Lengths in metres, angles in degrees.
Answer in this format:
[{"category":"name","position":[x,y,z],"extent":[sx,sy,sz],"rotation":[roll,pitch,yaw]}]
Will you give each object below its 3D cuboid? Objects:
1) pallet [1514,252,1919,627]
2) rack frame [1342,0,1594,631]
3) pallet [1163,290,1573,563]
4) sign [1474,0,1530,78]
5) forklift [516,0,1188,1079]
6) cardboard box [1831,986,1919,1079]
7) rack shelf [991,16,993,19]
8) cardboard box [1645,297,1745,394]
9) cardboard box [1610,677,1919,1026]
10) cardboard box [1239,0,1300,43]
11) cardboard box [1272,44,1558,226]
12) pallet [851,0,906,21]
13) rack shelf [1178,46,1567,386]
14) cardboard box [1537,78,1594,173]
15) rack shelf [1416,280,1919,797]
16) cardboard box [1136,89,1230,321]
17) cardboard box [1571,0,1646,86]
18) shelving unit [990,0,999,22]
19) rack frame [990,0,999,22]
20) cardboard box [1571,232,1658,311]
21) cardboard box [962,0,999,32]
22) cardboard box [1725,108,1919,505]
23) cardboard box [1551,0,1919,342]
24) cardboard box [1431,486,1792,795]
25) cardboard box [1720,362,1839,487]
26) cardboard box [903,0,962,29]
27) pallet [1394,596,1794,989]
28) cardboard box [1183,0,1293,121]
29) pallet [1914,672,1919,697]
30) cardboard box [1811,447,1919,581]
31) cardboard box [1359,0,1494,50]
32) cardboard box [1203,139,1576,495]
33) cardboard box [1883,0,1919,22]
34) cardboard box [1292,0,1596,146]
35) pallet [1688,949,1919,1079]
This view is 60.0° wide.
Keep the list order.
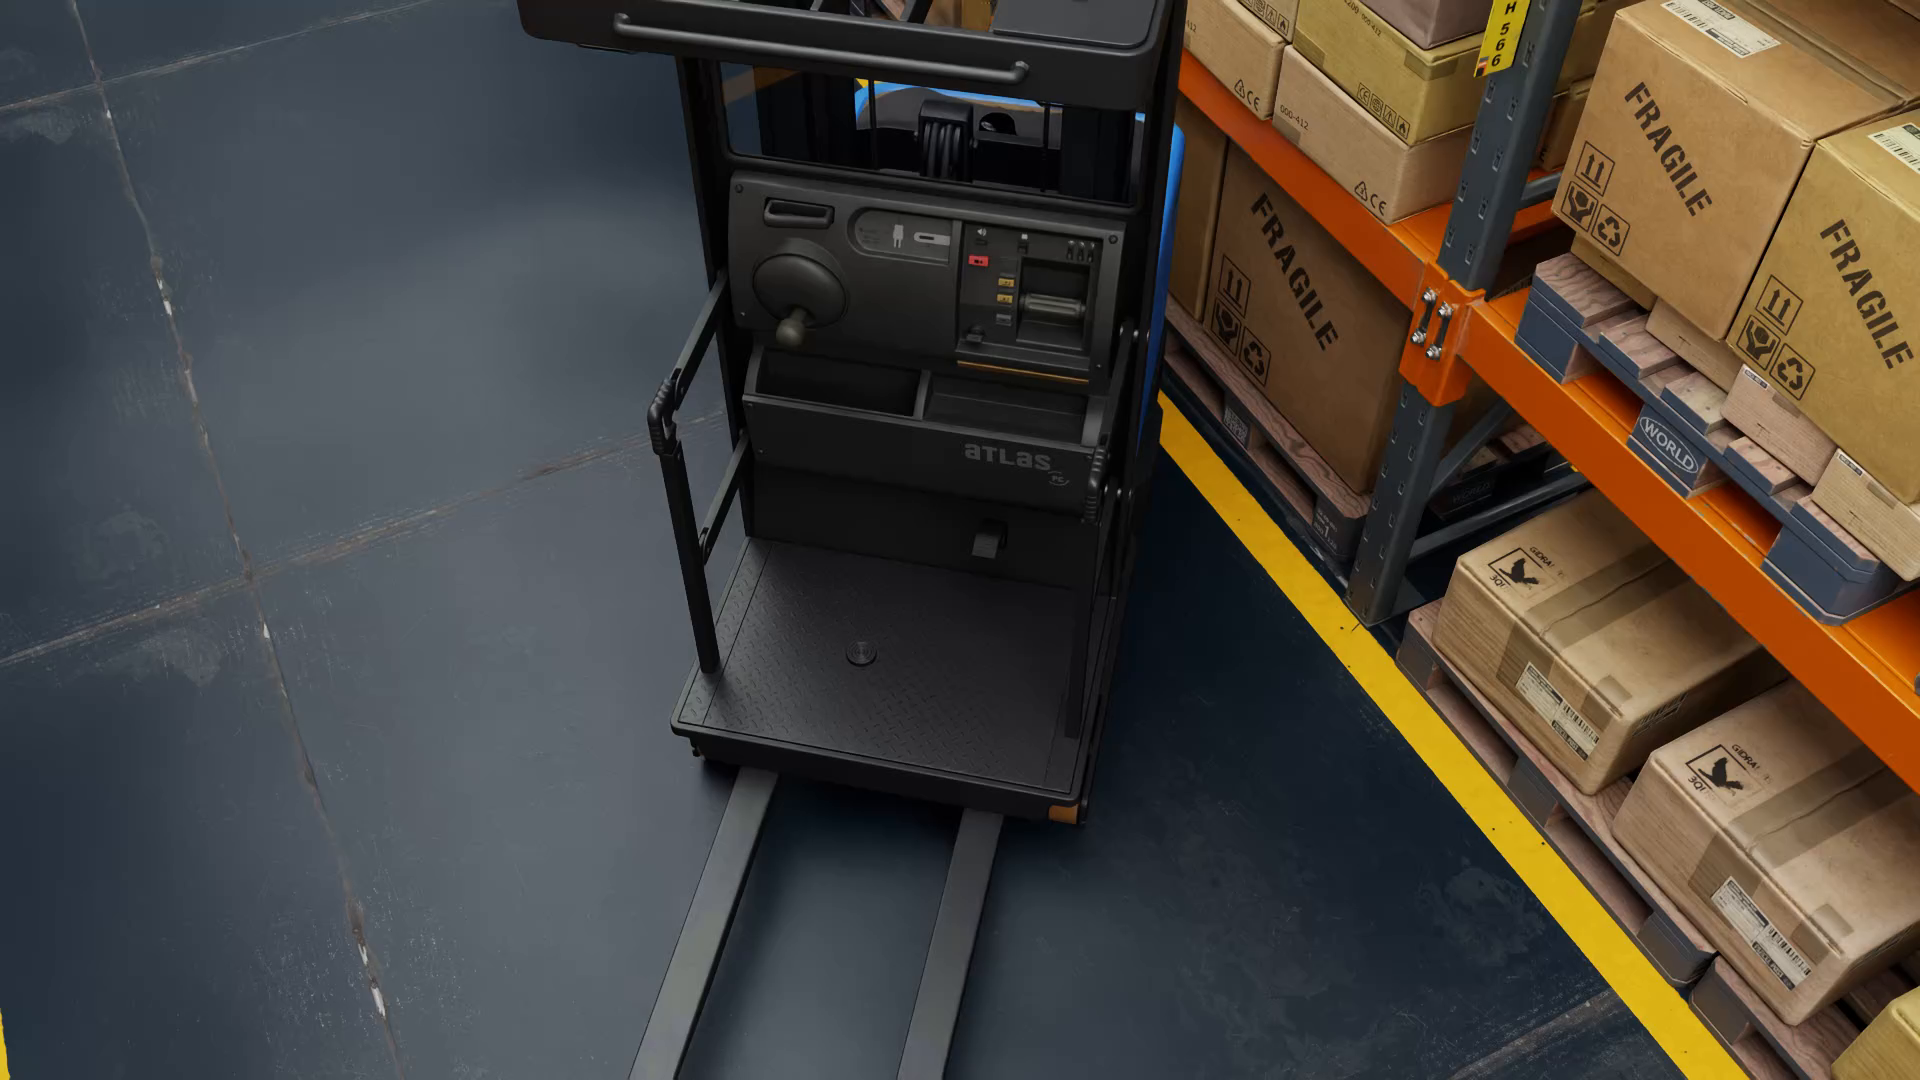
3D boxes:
[{"category":"pallet","position":[2.061,-0.426,3.757],"extent":[1.213,0.211,1.003],"rotation":[-21,52,-18]},{"category":"rack frame","position":[1.641,-0.929,4.070],"extent":[1.000,3.000,0.127],"rotation":[-21,52,-18]},{"category":"pallet","position":[1.347,-0.565,5.604],"extent":[1.003,0.211,1.213],"rotation":[-21,52,-18]},{"category":"sign","position":[1.149,-1.117,3.465],"extent":[0.100,0.325,0.005],"rotation":[-21,52,-18]},{"category":"forklift","position":[-0.133,-0.506,3.745],"extent":[1.130,2.935,3.031],"rotation":[9,49,8]},{"category":"cardboard box","position":[2.577,1.180,3.692],"extent":[0.950,0.372,0.625],"rotation":[-20,52,-16]},{"category":"rack shelf","position":[0.322,-1.507,5.235],"extent":[0.258,0.148,0.480],"rotation":[-23,51,-15]},{"category":"cardboard box","position":[1.723,-0.502,3.584],"extent":[0.380,0.149,0.250],"rotation":[-24,53,-20]},{"category":"cardboard box","position":[2.235,0.670,4.138],"extent":[0.950,0.372,0.625],"rotation":[-22,52,-18]},{"category":"cardboard box","position":[0.955,-1.623,4.444],"extent":[0.500,0.250,0.500],"rotation":[-22,53,-18]},{"category":"cardboard box","position":[1.178,-1.129,4.344],"extent":[0.500,0.250,0.500],"rotation":[-23,53,-19]},{"category":"pallet","position":[0.230,-2.198,7.032],"extent":[1.003,0.211,1.213],"rotation":[-21,52,-18]},{"category":"rack shelf","position":[0.725,-2.031,5.511],"extent":[1.077,0.370,4.000],"rotation":[-21,52,-18]},{"category":"cardboard box","position":[1.640,-1.294,4.489],"extent":[0.500,0.250,0.500],"rotation":[-22,52,-18]},{"category":"rack shelf","position":[2.556,0.646,3.170],"extent":[1.077,0.370,4.000],"rotation":[-21,52,-18]},{"category":"cardboard box","position":[0.994,-1.457,5.664],"extent":[0.875,0.875,0.875],"rotation":[-21,52,-17]},{"category":"cardboard box","position":[1.628,-1.469,4.309],"extent":[0.500,0.250,0.500],"rotation":[-22,52,-18]},{"category":"shelving unit","position":[0.344,-1.251,5.532],"extent":[0.258,1.200,0.503],"rotation":[-23,51,-15]},{"category":"rack frame","position":[0.234,-1.412,5.679],"extent":[0.240,1.200,0.015],"rotation":[-23,51,-15]},{"category":"cardboard box","position":[1.624,-0.703,3.760],"extent":[0.380,0.149,0.250],"rotation":[-24,53,-20]},{"category":"cardboard box","position":[0.585,-2.056,6.188],"extent":[0.875,0.875,0.875],"rotation":[-20,52,-16]},{"category":"cardboard box","position":[1.885,-0.471,3.126],"extent":[0.500,0.500,0.500],"rotation":[-19,51,-16]},{"category":"cardboard box","position":[1.641,-0.817,3.429],"extent":[0.500,0.500,0.500],"rotation":[-23,53,-19]},{"category":"cardboard box","position":[1.890,0.179,4.567],"extent":[0.950,0.372,0.625],"rotation":[-24,53,-20]},{"category":"cardboard box","position":[1.808,-0.303,3.410],"extent":[0.380,0.149,0.250],"rotation":[-24,53,-20]},{"category":"cardboard box","position":[0.165,-2.658,6.714],"extent":[0.875,0.875,0.875],"rotation":[-20,52,-16]},{"category":"pallet","position":[1.997,0.512,4.662],"extent":[1.003,0.211,1.213],"rotation":[-21,52,-18]},{"category":"cardboard box","position":[0.931,-1.465,4.638],"extent":[0.500,0.250,0.500],"rotation":[-20,52,-17]},{"category":"pallet","position":[2.583,0.445,2.996],"extent":[1.003,0.211,1.213],"rotation":[-21,52,-18]},{"category":"cardboard box","position":[1.915,-0.112,3.243],"extent":[0.380,0.149,0.250],"rotation":[-21,52,-17]},{"category":"cardboard box","position":[1.171,-1.547,3.880],"extent":[0.500,0.500,0.500],"rotation":[-22,53,-18]},{"category":"cardboard box","position":[1.398,-0.859,5.141],"extent":[0.875,0.875,0.875],"rotation":[-22,52,-18]},{"category":"cardboard box","position":[2.096,-0.990,3.580],"extent":[0.500,0.500,0.500],"rotation":[-23,53,-19]},{"category":"cardboard box","position":[1.193,-1.281,4.145],"extent":[0.500,0.250,0.500],"rotation":[-21,52,-18]},{"category":"pallet","position":[2.551,1.328,3.948],"extent":[1.003,0.211,1.213],"rotation":[-21,52,-18]}]
